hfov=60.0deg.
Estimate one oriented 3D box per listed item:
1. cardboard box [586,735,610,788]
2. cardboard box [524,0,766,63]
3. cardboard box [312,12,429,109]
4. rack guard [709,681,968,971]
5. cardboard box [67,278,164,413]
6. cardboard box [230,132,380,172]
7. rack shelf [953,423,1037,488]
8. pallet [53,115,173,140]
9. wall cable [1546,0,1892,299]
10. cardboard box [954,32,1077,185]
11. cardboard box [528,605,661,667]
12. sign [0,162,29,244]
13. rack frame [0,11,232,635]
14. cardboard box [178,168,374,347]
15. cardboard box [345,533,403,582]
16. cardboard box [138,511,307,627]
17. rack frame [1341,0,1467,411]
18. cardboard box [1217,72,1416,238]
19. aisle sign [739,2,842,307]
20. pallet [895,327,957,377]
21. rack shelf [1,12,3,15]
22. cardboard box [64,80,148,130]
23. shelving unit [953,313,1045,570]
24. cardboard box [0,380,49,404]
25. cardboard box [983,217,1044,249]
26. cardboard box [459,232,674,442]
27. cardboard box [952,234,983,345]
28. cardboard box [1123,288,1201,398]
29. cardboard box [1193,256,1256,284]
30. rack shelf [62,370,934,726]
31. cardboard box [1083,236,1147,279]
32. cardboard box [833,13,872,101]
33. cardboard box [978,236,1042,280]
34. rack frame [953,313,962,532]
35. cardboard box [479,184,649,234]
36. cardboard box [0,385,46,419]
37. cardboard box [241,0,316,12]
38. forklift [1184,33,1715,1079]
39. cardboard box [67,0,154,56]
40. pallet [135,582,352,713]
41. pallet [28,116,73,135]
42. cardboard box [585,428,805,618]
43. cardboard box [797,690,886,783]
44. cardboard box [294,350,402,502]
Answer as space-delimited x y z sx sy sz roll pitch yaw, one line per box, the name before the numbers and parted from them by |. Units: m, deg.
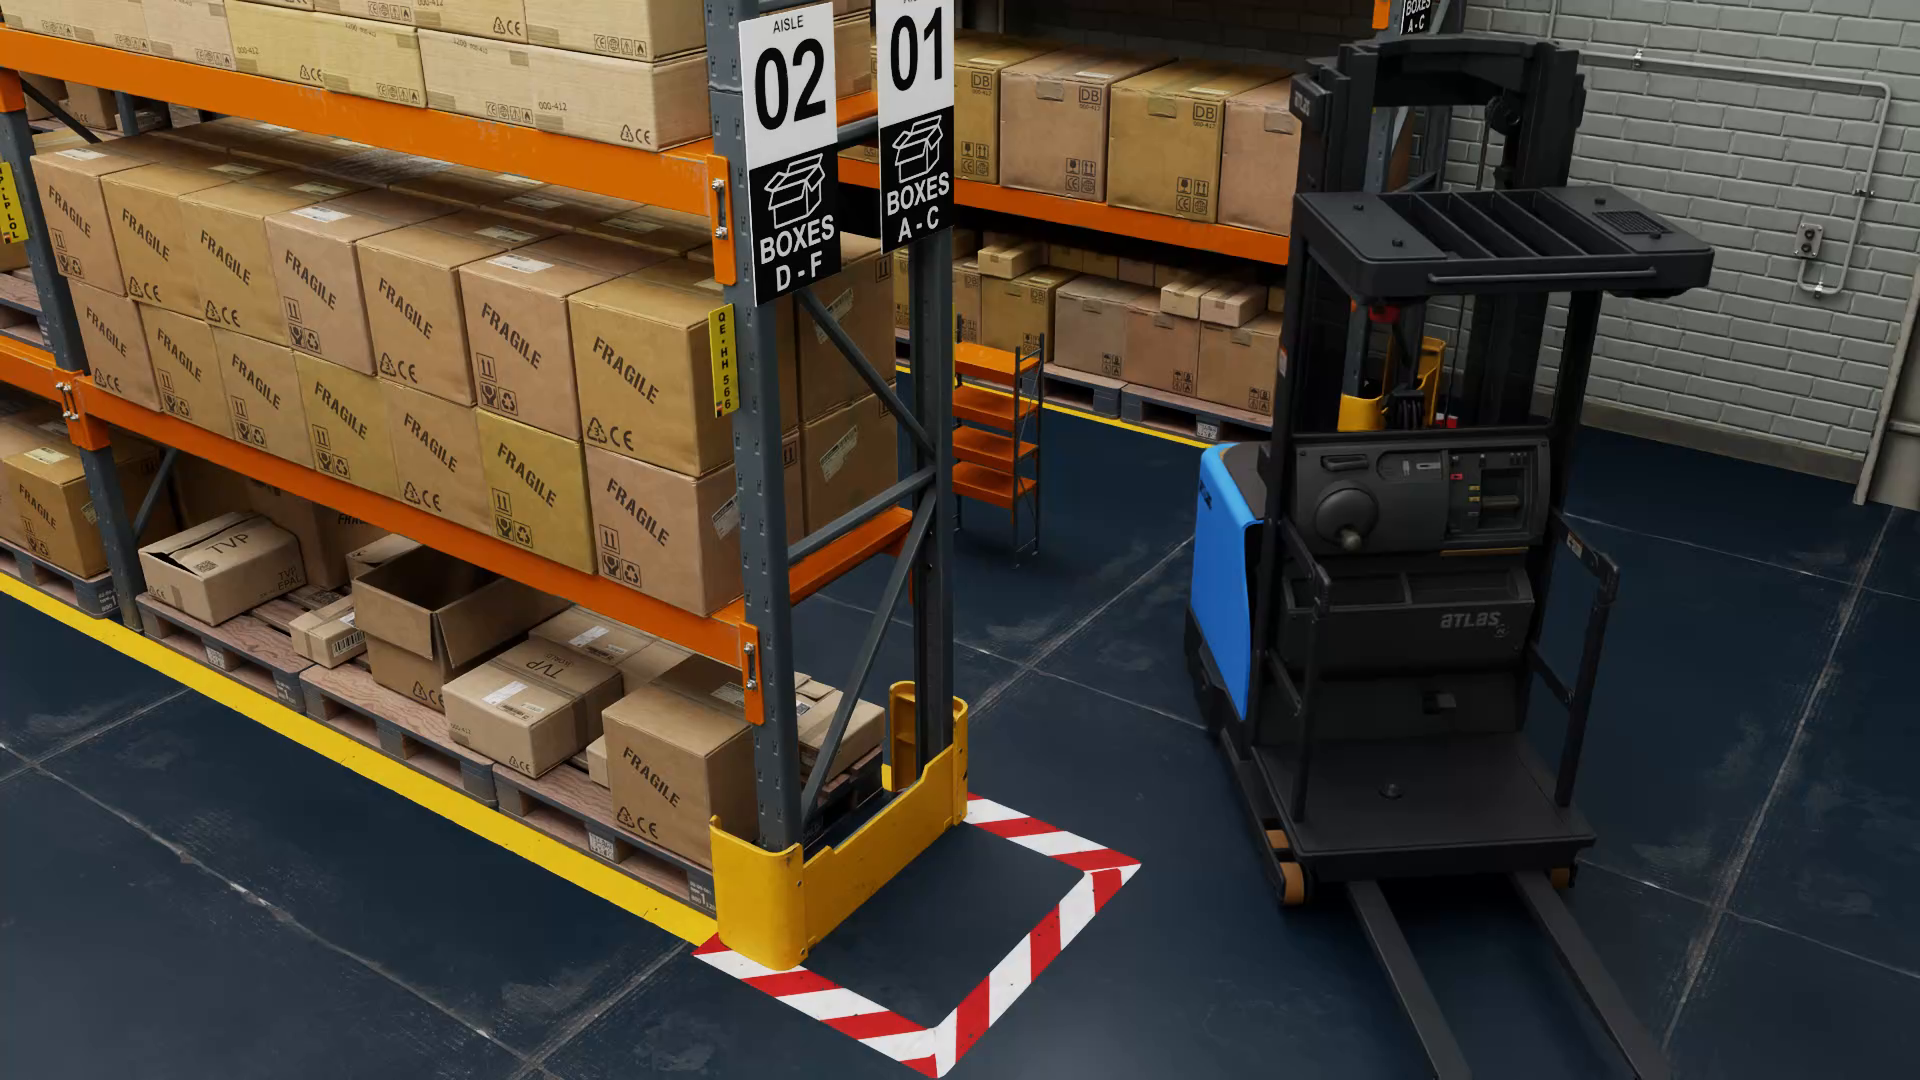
cardboard box | -1.226 0.816 6.478 0.250 0.166 0.380 17 32 30
cardboard box | -0.923 -1.595 4.883 0.500 0.250 0.500 17 32 30
cardboard box | -1.753 -1.625 5.493 0.500 0.250 0.500 17 32 30
rack guard | -0.418 1.029 6.176 0.348 0.500 1.175 17 32 30
cardboard box | -3.386 -0.904 7.109 0.500 0.500 0.500 18 32 32
cardboard box | -2.665 -1.419 7.018 0.500 0.500 0.500 17 31 29
rack shelf | 0.136 -0.432 8.425 0.480 0.148 0.258 17 32 30
pallet | -8.019 -3.916 16.212 1.213 0.211 1.003 17 32 30
wall cable | 4.038 -2.396 9.030 1.851 1.984 0.084 17 32 30
cardboard box | 0.186 -2.744 10.504 0.700 0.700 0.980 16 31 29
cardboard box | -1.467 0.462 7.082 0.500 0.250 0.500 17 32 30
sign | -3.963 -1.400 6.917 0.005 0.325 0.100 17 32 30
rack frame | -3.652 -1.092 7.589 0.127 3.000 1.000 17 32 30
cardboard box | -2.574 -1.092 6.376 0.500 0.500 0.500 16 31 29
cardboard box | -2.679 0.096 7.912 0.250 0.149 0.380 17 32 30
cardboard box | -3.429 0.099 7.729 0.500 0.311 0.500 17 32 30
rack frame | 2.447 -1.918 9.212 0.127 3.000 1.000 17 32 30
cardboard box | 2.020 -2.179 9.394 0.700 0.700 0.980 19 33 33
aisle sign | -0.472 -1.092 4.722 0.004 0.787 0.394 17 32 30
pallet | -0.268 -1.478 11.422 1.213 0.211 1.003 17 32 30
rack shelf | -5.301 -2.622 8.081 4.000 0.370 1.077 17 32 30
cardboard box | -8.323 -4.333 16.228 0.500 0.500 0.500 15 30 27
shelving unit | 0.136 -0.492 8.394 0.503 1.200 0.258 17 32 30
cardboard box | -4.767 -0.654 8.998 0.500 0.500 0.500 18 32 31
cardboard box | 0.354 -1.987 10.924 0.250 0.149 0.380 16 31 29
cardboard box | -1.294 -0.696 5.598 0.500 0.500 0.500 18 32 32
cardboard box | 0.120 -1.658 10.993 0.500 0.500 0.700 17 32 30
cardboard box | 1.400 -1.262 10.216 0.500 0.500 0.700 17 32 30
cardboard box | 1.611 -1.595 10.155 0.250 0.149 0.380 17 32 30
rack shelf | -2.004 -0.258 6.743 4.000 0.370 1.077 17 32 30
cardboard box | 0.983 -1.790 10.538 0.250 0.149 0.380 18 32 31
cardboard box | -0.635 -1.562 5.371 0.500 0.250 0.500 17 32 30
cardboard box | 0.317 -1.787 10.532 0.250 0.149 0.380 16 31 29
rack frame | -0.065 -0.555 8.517 0.015 1.200 0.240 17 32 30
cardboard box | -1.416 -1.030 6.253 0.500 0.500 0.500 18 32 31
cardboard box | -5.037 -0.453 8.604 0.500 0.500 0.500 18 32 31
cardboard box | -2.161 -1.979 5.638 0.500 0.250 0.500 17 32 30
forklift | 1.678 -0.124 5.761 1.130 2.935 3.031 -2 27 -5
cardboard box | -2.982 -2.015 6.260 0.500 0.250 0.500 17 32 30
pallet | -3.087 0.327 7.874 1.213 0.211 1.003 17 32 30
pallet | -9.028 -4.229 16.827 1.213 0.211 1.003 17 32 30
cardboard box | -0.878 -0.123 5.574 0.500 0.500 0.500 18 32 32
cardboard box | -0.506 0.773 6.581 0.250 0.149 0.380 17 32 30
cardboard box | -2.131 -0.515 6.344 0.500 0.500 0.500 17 31 30
